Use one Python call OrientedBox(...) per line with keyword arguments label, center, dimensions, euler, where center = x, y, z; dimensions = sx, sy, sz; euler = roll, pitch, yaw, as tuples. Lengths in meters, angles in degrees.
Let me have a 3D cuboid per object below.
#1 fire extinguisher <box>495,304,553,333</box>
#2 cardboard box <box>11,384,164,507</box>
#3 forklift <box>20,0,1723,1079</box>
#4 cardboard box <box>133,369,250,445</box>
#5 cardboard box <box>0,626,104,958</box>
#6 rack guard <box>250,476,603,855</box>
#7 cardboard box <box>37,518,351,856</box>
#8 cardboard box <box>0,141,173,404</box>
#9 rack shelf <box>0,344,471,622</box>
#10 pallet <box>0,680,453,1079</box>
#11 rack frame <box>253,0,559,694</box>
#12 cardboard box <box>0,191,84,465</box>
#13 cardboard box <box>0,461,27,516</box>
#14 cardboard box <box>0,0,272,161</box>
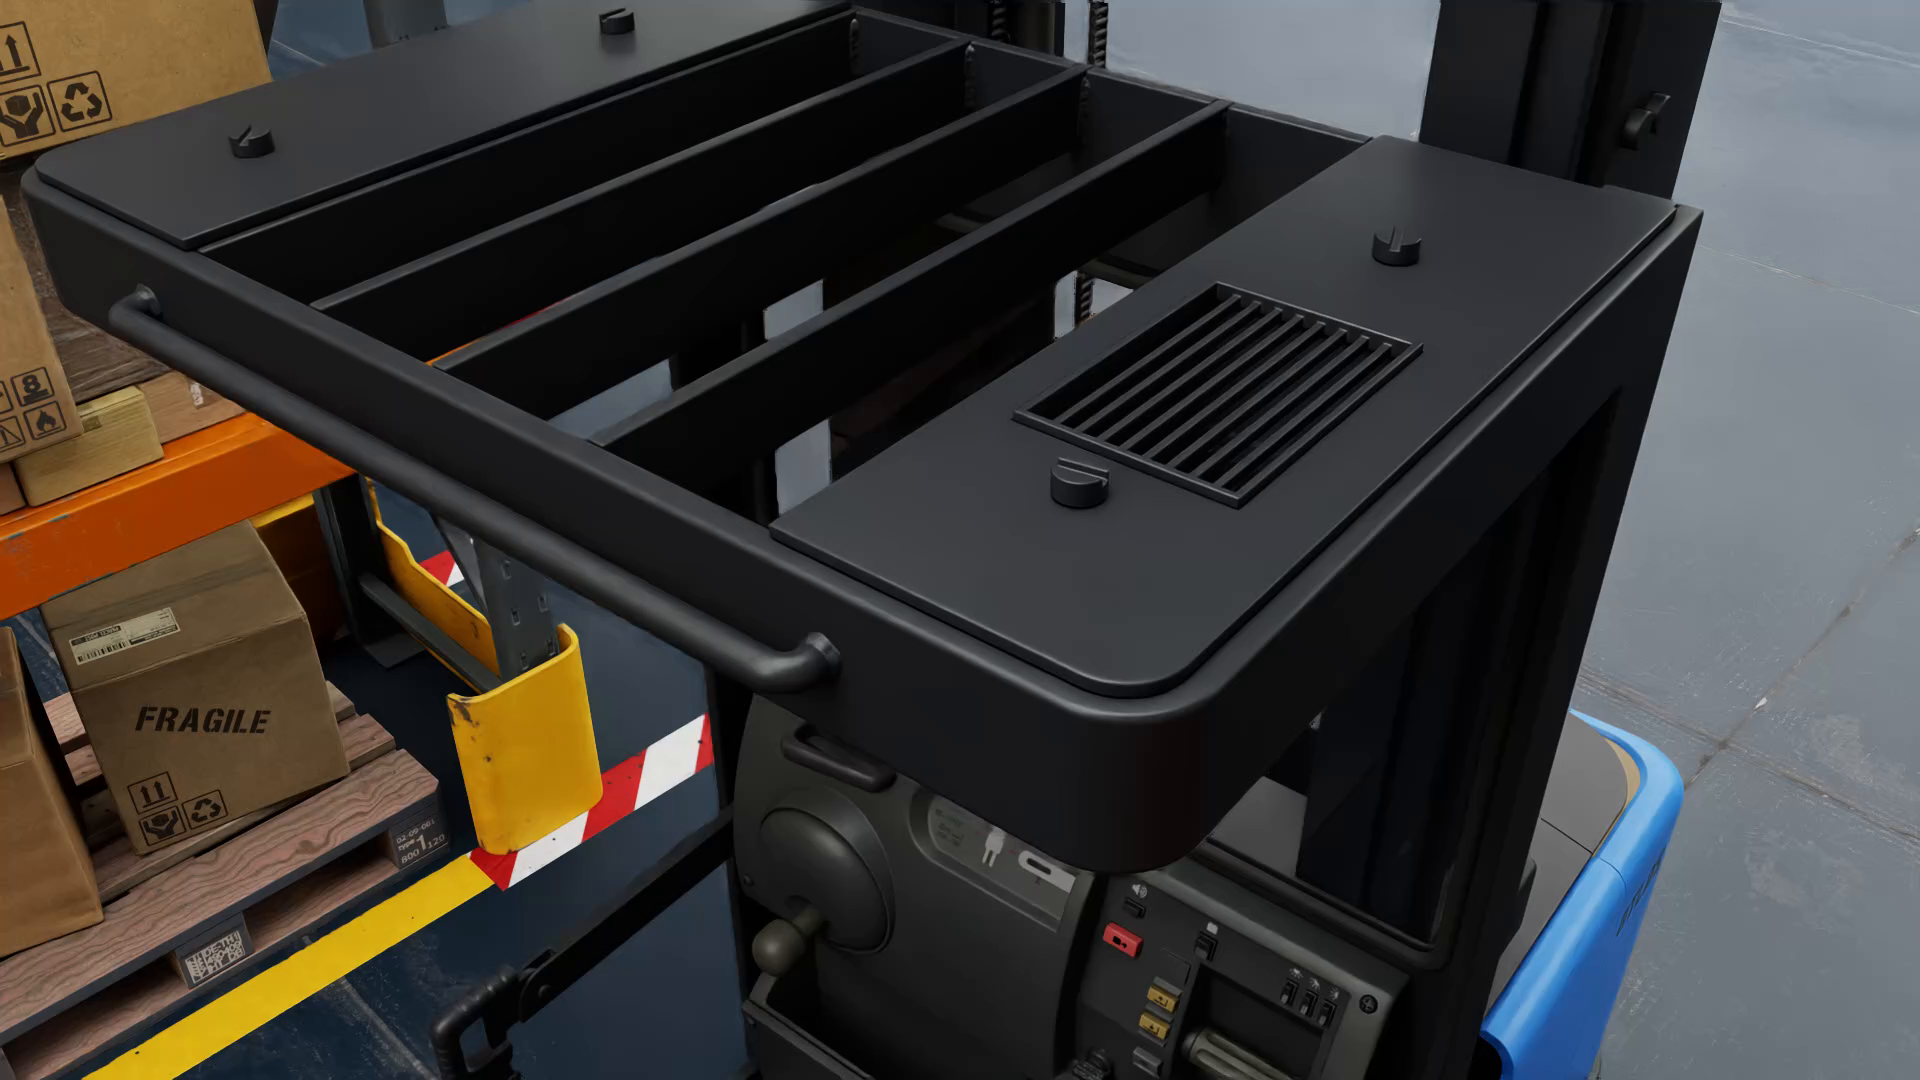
OrientedBox(label="fire extinguisher", center=(-0.972, -0.597, 3.551), dimensions=(0.296, 0.674, 0.183), euler=(30, 45, 35))
OrientedBox(label="cardboard box", center=(-1.750, -0.243, 3.195), dimensions=(0.380, 0.149, 0.250), euler=(30, 45, 35))
OrientedBox(label="forklift", center=(-0.051, 0.536, 1.919), dimensions=(1.130, 2.935, 3.031), euler=(24, 42, 31))
OrientedBox(label="cardboard box", center=(-1.610, -0.365, 3.371), dimensions=(0.380, 0.149, 0.250), euler=(30, 45, 35))
OrientedBox(label="cardboard box", center=(-2.228, 0.588, 3.602), dimensions=(0.500, 0.500, 0.500), euler=(-18, 39, -24))
OrientedBox(label="rack guard", center=(-1.433, 0.288, 4.400), dimensions=(1.175, 0.500, 0.348), euler=(30, 45, 35))
OrientedBox(label="cardboard box", center=(-1.831, 0.332, 3.970), dimensions=(0.500, 0.500, 0.500), euler=(-21, 40, -28))
OrientedBox(label="cardboard box", center=(-1.786, -0.719, 3.311), dimensions=(0.875, 0.500, 0.500), euler=(30, 45, 35))
OrientedBox(label="rack shelf", center=(-2.788, 0.339, 2.771), dimensions=(1.077, 0.370, 4.000), euler=(30, 45, 35))
OrientedBox(label="pallet", center=(-2.030, 0.722, 4.030), dimensions=(1.003, 0.211, 1.213), euler=(30, 45, 35))
OrientedBox(label="rack frame", center=(-1.379, -0.768, 3.729), dimensions=(1.000, 3.000, 0.127), euler=(30, 45, 35))
OrientedBox(label="cardboard box", center=(-2.053, -0.468, 2.951), dimensions=(0.875, 0.500, 0.500), euler=(30, 45, 35))
OrientedBox(label="cardboard box", center=(-1.937, -0.147, 3.059), dimensions=(0.380, 0.149, 0.250), euler=(30, 45, 35))
OrientedBox(label="cardboard box", center=(-1.591, -1.018, 2.866), dimensions=(0.500, 0.500, 0.500), euler=(30, 45, 35))
